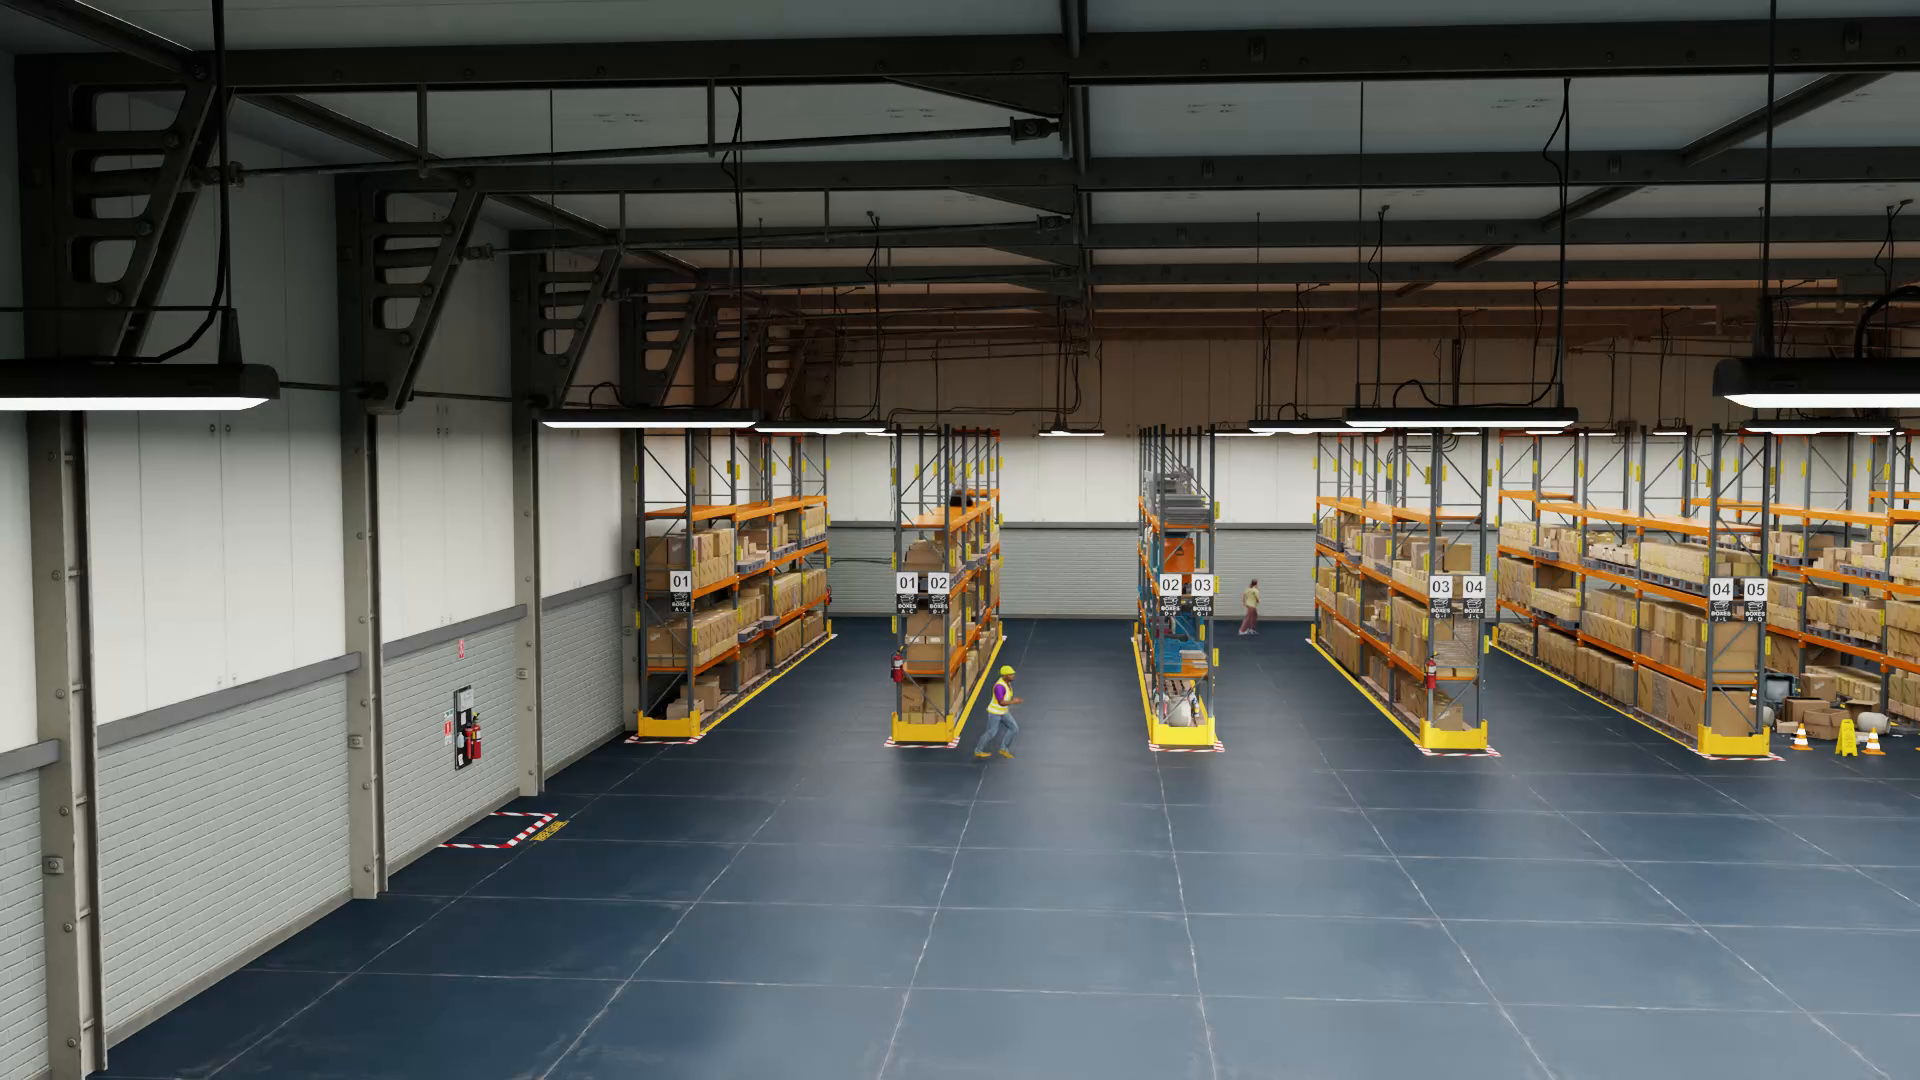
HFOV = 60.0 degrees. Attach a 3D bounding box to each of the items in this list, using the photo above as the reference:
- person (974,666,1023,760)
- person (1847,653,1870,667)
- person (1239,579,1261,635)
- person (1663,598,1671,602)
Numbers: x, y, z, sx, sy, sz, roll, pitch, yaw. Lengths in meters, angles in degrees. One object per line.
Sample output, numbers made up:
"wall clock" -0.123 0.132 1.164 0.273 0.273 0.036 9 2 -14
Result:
"person" 0.697 3.068 29.498 0.945 1.707 0.646 2 4 25
"person" 22.352 2.390 41.395 0.572 1.648 0.850 -1 4 -9
"person" 8.465 1.957 48.299 0.690 1.677 0.572 -1 4 -17
"person" 17.455 2.350 40.956 0.652 1.818 1.011 0 4 -8
